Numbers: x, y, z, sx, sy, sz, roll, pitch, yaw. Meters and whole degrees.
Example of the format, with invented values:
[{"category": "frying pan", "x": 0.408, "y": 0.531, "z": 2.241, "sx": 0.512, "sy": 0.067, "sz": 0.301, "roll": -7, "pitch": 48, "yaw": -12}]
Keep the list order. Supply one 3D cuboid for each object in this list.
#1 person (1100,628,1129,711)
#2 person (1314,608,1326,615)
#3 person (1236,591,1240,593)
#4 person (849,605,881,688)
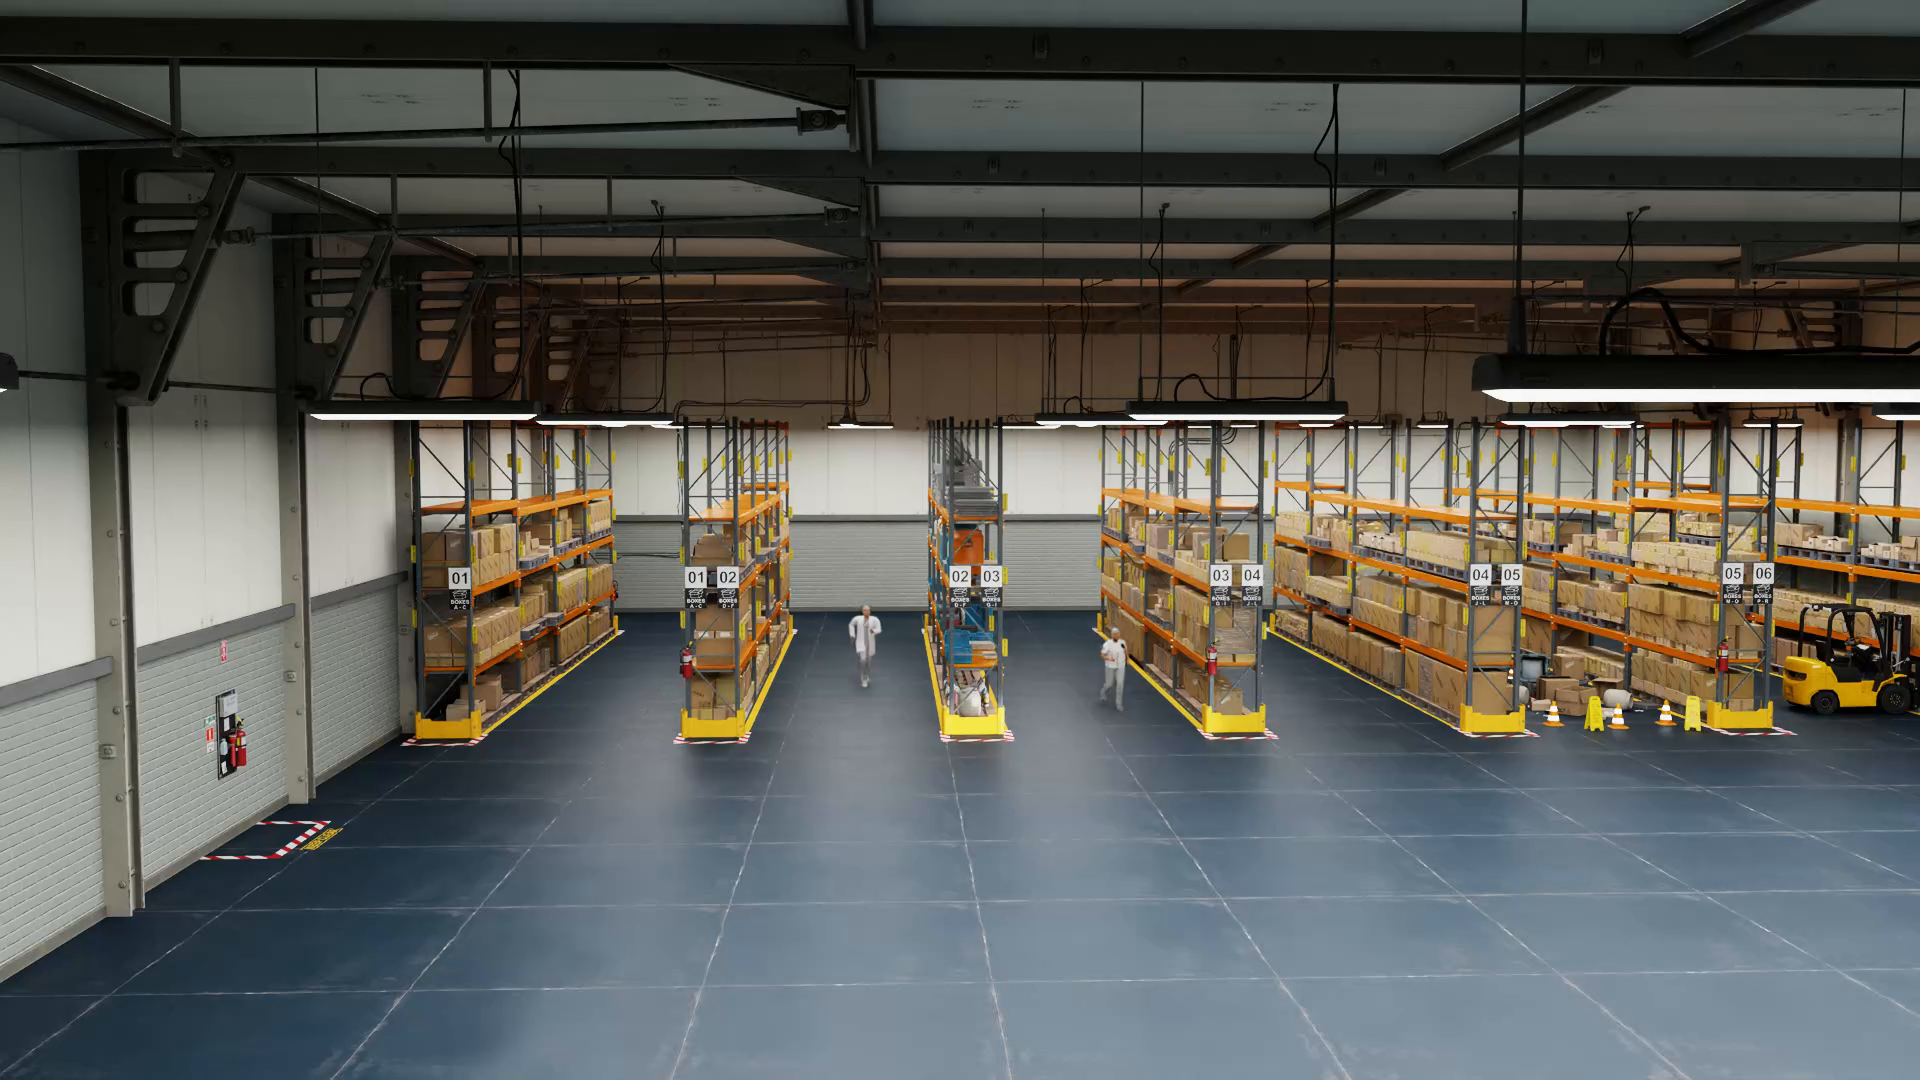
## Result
[{"category": "person", "x": 3.211, "y": 2.653, "z": 34.487, "sx": 0.615, "sy": 1.677, "sz": 0.914, "roll": -1, "pitch": 4, "yaw": -8}, {"category": "person", "x": 10.541, "y": 1.765, "z": 48.769, "sx": 0.624, "sy": 1.622, "sz": 0.694, "roll": -4, "pitch": 5, "yaw": -44}, {"category": "person", "x": 7.758, "y": 1.790, "z": 47.879, "sx": 0.671, "sy": 1.595, "sz": 0.878, "roll": 2, "pitch": 4, "yaw": 32}, {"category": "person", "x": -2.120, "y": 2.433, "z": 37.509, "sx": 0.666, "sy": 1.753, "sz": 0.937, "roll": -1, "pitch": 4, "yaw": -14}]
